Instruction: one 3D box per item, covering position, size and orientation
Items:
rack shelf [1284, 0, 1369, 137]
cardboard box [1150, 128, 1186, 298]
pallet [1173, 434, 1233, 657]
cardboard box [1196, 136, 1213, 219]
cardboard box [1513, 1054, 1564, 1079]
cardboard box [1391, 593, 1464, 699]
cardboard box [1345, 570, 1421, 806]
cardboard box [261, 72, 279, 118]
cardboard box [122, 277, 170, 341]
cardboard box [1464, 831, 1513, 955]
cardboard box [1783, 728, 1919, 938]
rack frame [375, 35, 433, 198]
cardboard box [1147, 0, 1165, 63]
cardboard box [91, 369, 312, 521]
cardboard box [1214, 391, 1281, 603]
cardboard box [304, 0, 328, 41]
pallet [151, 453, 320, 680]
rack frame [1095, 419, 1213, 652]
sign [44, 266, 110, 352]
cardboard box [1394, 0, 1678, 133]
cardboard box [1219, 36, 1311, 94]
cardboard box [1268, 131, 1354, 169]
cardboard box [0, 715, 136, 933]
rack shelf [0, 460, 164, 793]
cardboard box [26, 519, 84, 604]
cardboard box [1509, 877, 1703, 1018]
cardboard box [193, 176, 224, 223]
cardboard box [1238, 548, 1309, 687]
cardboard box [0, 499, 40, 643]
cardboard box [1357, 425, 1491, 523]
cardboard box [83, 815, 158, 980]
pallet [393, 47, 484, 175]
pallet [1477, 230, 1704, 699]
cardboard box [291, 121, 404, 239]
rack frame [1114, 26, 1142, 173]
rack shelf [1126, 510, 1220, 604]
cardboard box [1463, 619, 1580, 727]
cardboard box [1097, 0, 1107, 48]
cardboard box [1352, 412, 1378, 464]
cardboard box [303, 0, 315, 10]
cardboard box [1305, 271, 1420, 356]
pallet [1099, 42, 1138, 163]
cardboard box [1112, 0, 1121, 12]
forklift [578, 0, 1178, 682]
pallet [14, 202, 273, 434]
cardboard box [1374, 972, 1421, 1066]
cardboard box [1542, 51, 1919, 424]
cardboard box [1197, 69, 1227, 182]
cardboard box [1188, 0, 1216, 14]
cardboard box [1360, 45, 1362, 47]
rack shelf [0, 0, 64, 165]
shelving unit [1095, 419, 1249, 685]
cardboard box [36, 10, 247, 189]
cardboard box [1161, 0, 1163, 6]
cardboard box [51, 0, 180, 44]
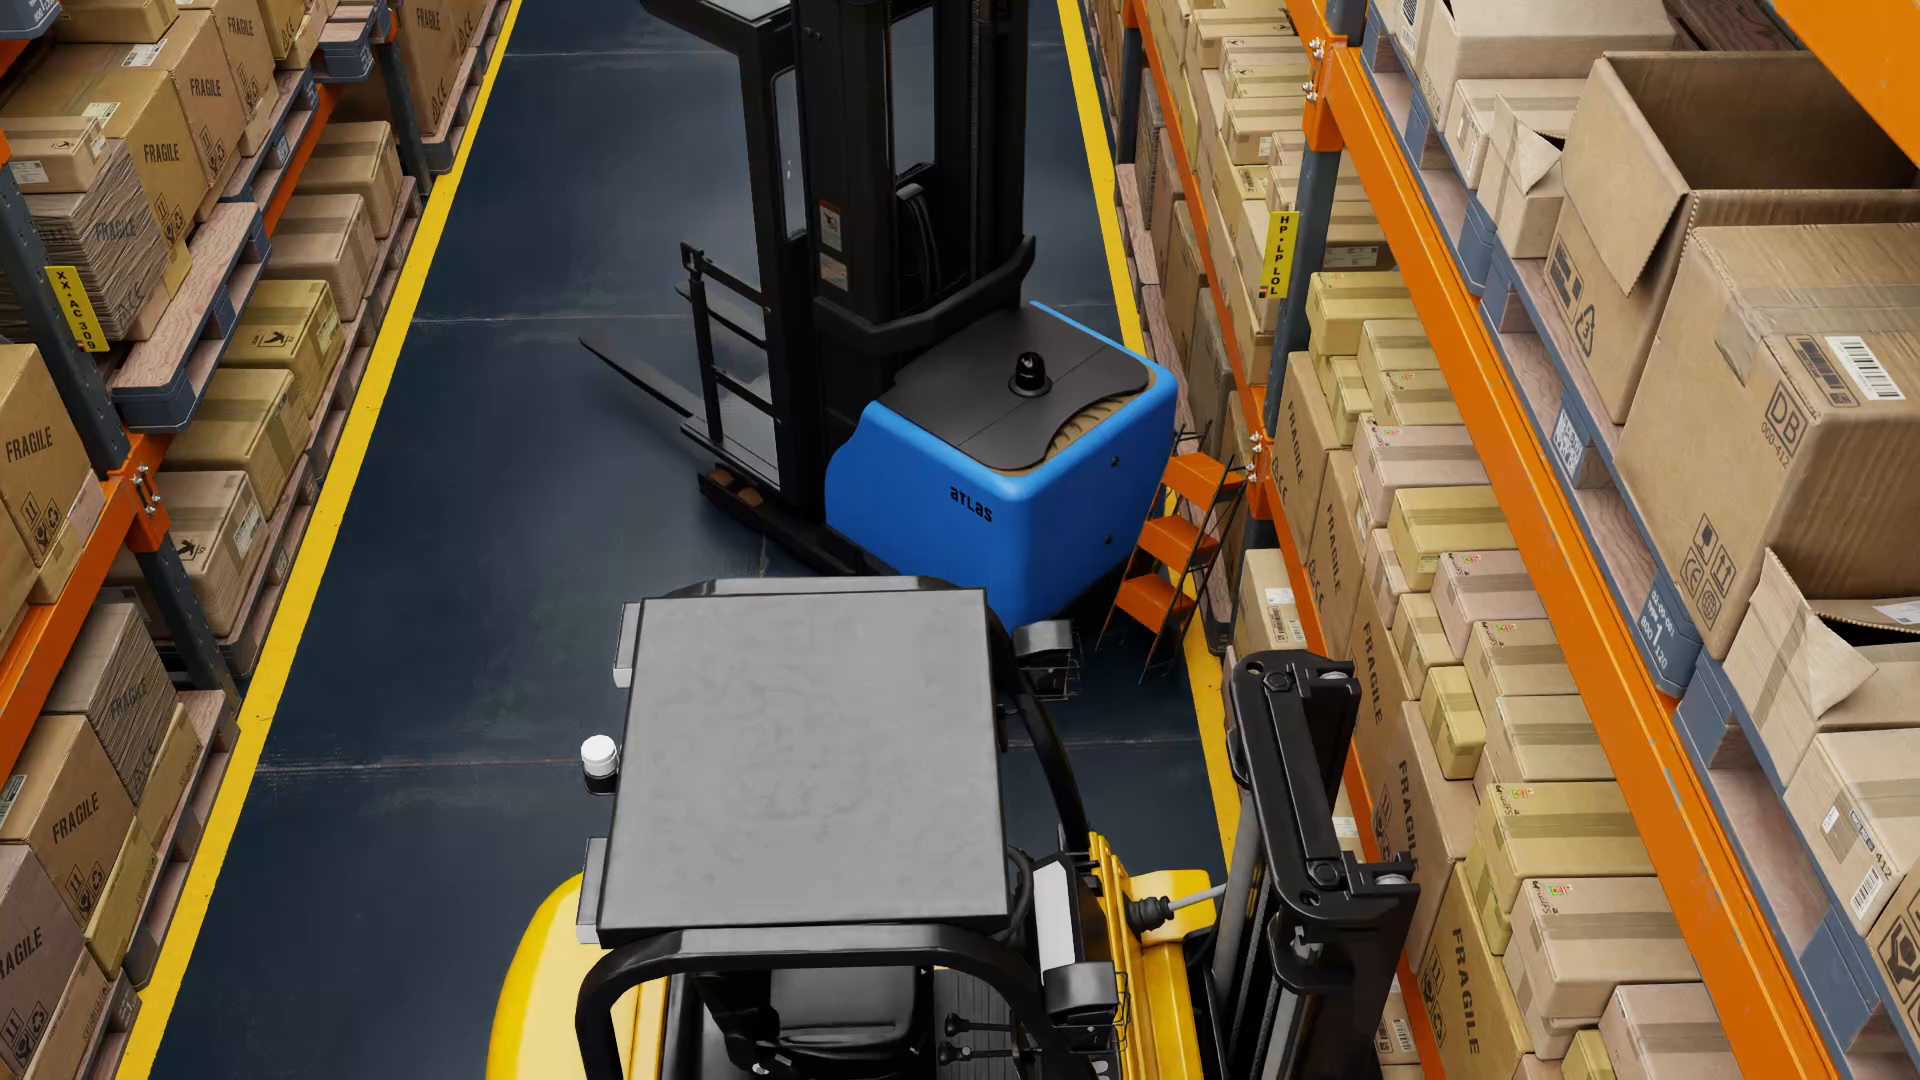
[{"bbox_3d":[1.492,-2.736,6.477,1.077,0.370,4.000,-2,43,-2],"label":"rack shelf"},{"bbox_3d":[1.456,-1.662,8.440,0.875,0.625,0.625,0,43,0],"label":"cardboard box"},{"bbox_3d":[1.507,-0.013,7.258,1.003,0.211,1.213,-2,43,-2],"label":"pallet"},{"bbox_3d":[1.277,-1.498,6.925,0.500,0.250,0.500,-1,43,-2],"label":"cardboard box"},{"bbox_3d":[1.451,1.443,3.531,0.500,0.500,0.500,0,43,0],"label":"cardboard box"},{"bbox_3d":[1.353,0.267,4.335,0.380,0.149,0.250,-3,43,-3],"label":"cardboard box"},{"bbox_3d":[1.396,0.418,4.649,0.500,0.500,0.500,-2,43,-2],"label":"cardboard box"},{"bbox_3d":[-3.158,-1.904,7.132,0.380,0.149,0.250,-3,43,-3],"label":"cardboard box"},{"bbox_3d":[-3.090,-0.844,5.976,0.380,0.149,0.250,-1,43,-1],"label":"cardboard box"},{"bbox_3d":[1.373,0.788,3.766,0.380,0.149,0.250,-1,43,-1],"label":"cardboard box"},{"bbox_3d":[1.408,0.400,2.325,0.380,0.149,0.250,-3,43,-3],"label":"cardboard box"},{"bbox_3d":[-3.552,-3.100,8.562,1.000,3.000,0.127,-2,43,-2],"label":"rack frame"},{"bbox_3d":[1.198,-2.544,8.066,0.500,0.250,0.500,-2,43,-3],"label":"cardboard box"},{"bbox_3d":[-3.441,-0.425,7.278,0.950,0.372,0.625,1,43,1],"label":"cardboard box"},{"bbox_3d":[1.544,-0.176,6.819,0.875,0.625,0.625,0,43,0],"label":"cardboard box"},{"bbox_3d":[-3.161,-2.430,7.706,0.380,0.149,0.250,-4,43,-4],"label":"cardboard box"},{"bbox_3d":[-3.416,0.102,7.132,1.003,0.211,1.213,-2,43,-2],"label":"pallet"},{"bbox_3d":[0.766,-0.007,6.620,0.008,1.050,0.200,36,31,33],"label":"rack frame"},{"bbox_3d":[-2.840,-0.740,5.346,0.100,0.325,0.005,-2,43,-2],"label":"sign"},{"bbox_3d":[1.369,-1.241,3.995,0.500,0.311,0.500,-1,43,-1],"label":"cardboard box"},{"bbox_3d":[1.257,-1.907,6.706,0.380,0.149,0.250,-1,43,-1],"label":"cardboard box"},{"bbox_3d":[1.354,-1.386,6.137,0.380,0.149,0.250,-2,43,-2],"label":"cardboard box"},{"bbox_3d":[-3.065,0.917,5.348,0.500,0.500,0.500,-1,43,-1],"label":"cardboard box"},{"bbox_3d":[-3.297,1.215,4.386,1.077,0.370,4.000,-2,43,-2],"label":"rack shelf"},{"bbox_3d":[-3.046,0.069,5.290,0.380,0.149,0.250,-1,43,-1],"label":"cardboard box"},{"bbox_3d":[1.383,0.850,3.479,0.380,0.149,0.250,-1,43,-1],"label":"cardboard box"},{"bbox_3d":[-3.149,-1.377,6.557,0.380,0.149,0.250,-1,43,-1],"label":"cardboard box"},{"bbox_3d":[1.284,0.281,5.857,0.500,0.250,0.500,-2,43,-2],"label":"cardboard box"},{"bbox_3d":[-3.086,0.094,4.783,0.500,0.500,0.500,0,43,0],"label":"cardboard box"},{"bbox_3d":[1.324,-0.184,4.606,0.380,0.149,0.250,-1,43,-1],"label":"cardboard box"},{"bbox_3d":[-3.056,1.209,5.584,0.500,0.250,0.500,-3,43,-3],"label":"cardboard box"},{"bbox_3d":[-3.510,-2.607,10.087,1.003,0.211,1.213,-2,43,-2],"label":"pallet"},{"bbox_3d":[1.688,-0.221,3.267,1.003,0.211,1.213,-2,43,-2],"label":"pallet"},{"bbox_3d":[-3.538,-1.905,8.892,0.950,0.372,0.625,-4,43,-5],"label":"cardboard box"},{"bbox_3d":[1.407,-3.245,8.720,1.000,3.000,0.127,-2,43,-2],"label":"rack frame"},{"bbox_3d":[0.846,0.063,6.559,0.240,0.259,0.215,36,31,33],"label":"rack shelf"},{"bbox_3d":[1.457,0.328,4.047,0.380,0.149,0.250,-1,43,-2],"label":"cardboard box"},{"bbox_3d":[1.139,-3.449,10.482,0.500,0.500,0.500,0,43,0],"label":"cardboard box"},{"bbox_3d":[1.379,-0.248,4.897,0.380,0.149,0.250,-2,43,-2],"label":"cardboard box"},{"bbox_3d":[-3.222,-2.754,7.579,0.500,0.500,0.500,-2,43,-2],"label":"cardboard box"},{"bbox_3d":[1.294,-0.707,5.177,0.380,0.149,0.250,-1,43,-1],"label":"cardboard box"},{"bbox_3d":[1.413,-2.722,10.214,1.003,0.211,1.213,-2,43,-2],"label":"pallet"},{"bbox_3d":[1.091,-3.227,9.760,0.380,0.149,0.250,-4,43,-4],"label":"cardboard box"},{"bbox_3d":[-0.545,-1.381,6.737,3.031,2.935,1.130,32,51,30],"label":"forklift"},{"bbox_3d":[-3.269,-0.849,6.248,1.003,0.211,1.213,-2,43,-2],"label":"pallet"},{"bbox_3d":[1.343,1.317,4.728,0.500,0.250,0.500,-2,43,-3],"label":"cardboard box"},{"bbox_3d":[1.554,-0.562,3.112,0.797,0.503,0.637,0,43,0],"label":"cardboard box"},{"bbox_3d":[1.256,-1.690,6.765,0.500,0.250,0.500,-1,43,-1],"label":"cardboard box"},{"bbox_3d":[1.192,-2.427,7.273,0.380,0.149,0.250,-1,43,-1],"label":"cardboard box"},{"bbox_3d":[1.775,-1.927,6.728,0.380,0.149,0.250,-2,43,-2],"label":"cardboard box"},{"bbox_3d":[-3.467,-2.591,6.319,1.077,0.370,4.000,-2,43,-2],"label":"rack shelf"},{"bbox_3d":[0.849,0.054,6.555,0.252,1.050,0.215,36,31,33],"label":"shelving unit"},{"bbox_3d":[-3.144,-1.698,6.428,0.500,0.500,0.500,-2,43,-2],"label":"cardboard box"},{"bbox_3d":[1.202,-2.730,7.899,0.500,0.250,0.500,0,43,0],"label":"cardboard box"},{"bbox_3d":[-3.198,-1.998,6.275,0.380,0.149,0.250,1,43,1],"label":"cardboard box"}]
